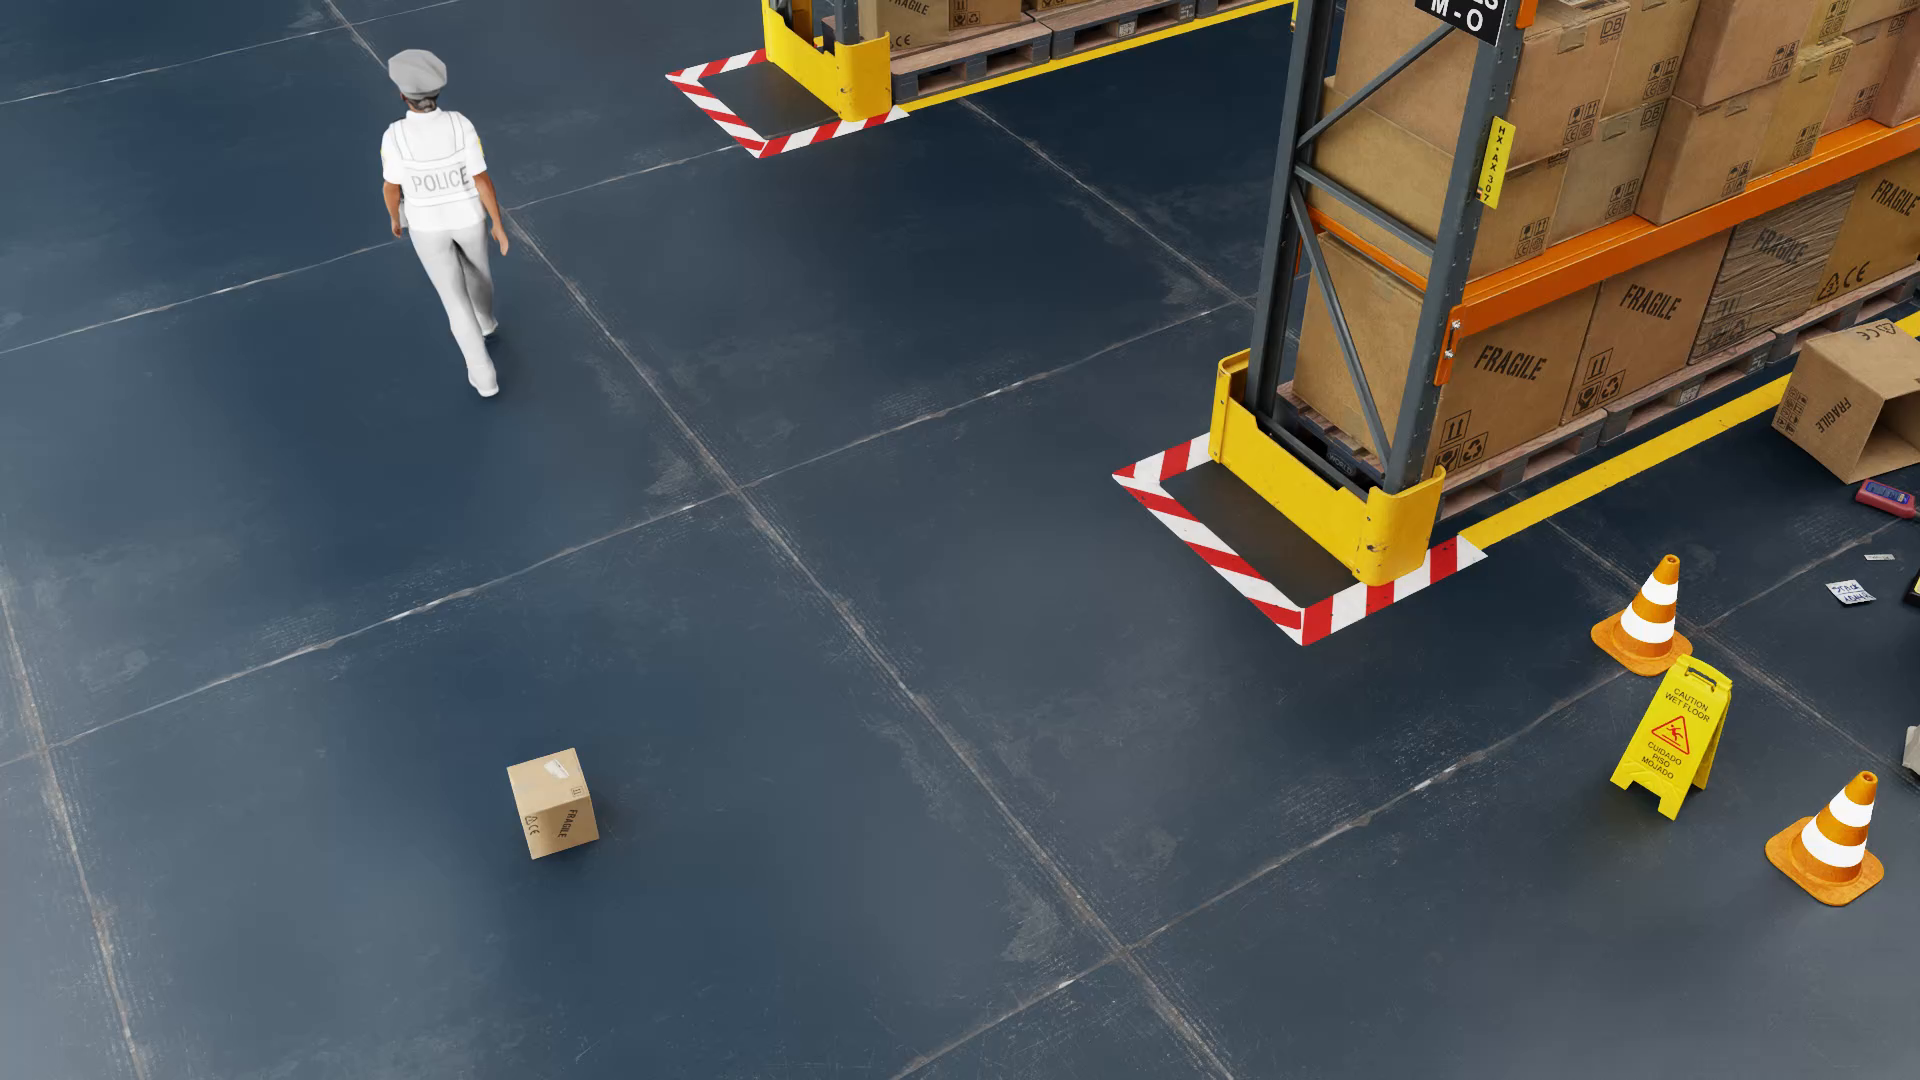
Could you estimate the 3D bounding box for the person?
[{"bbox_3d":[-2.455,-1.531,7.902,0.486,1.708,0.787,-19,45,-21],"label":"person"}]
